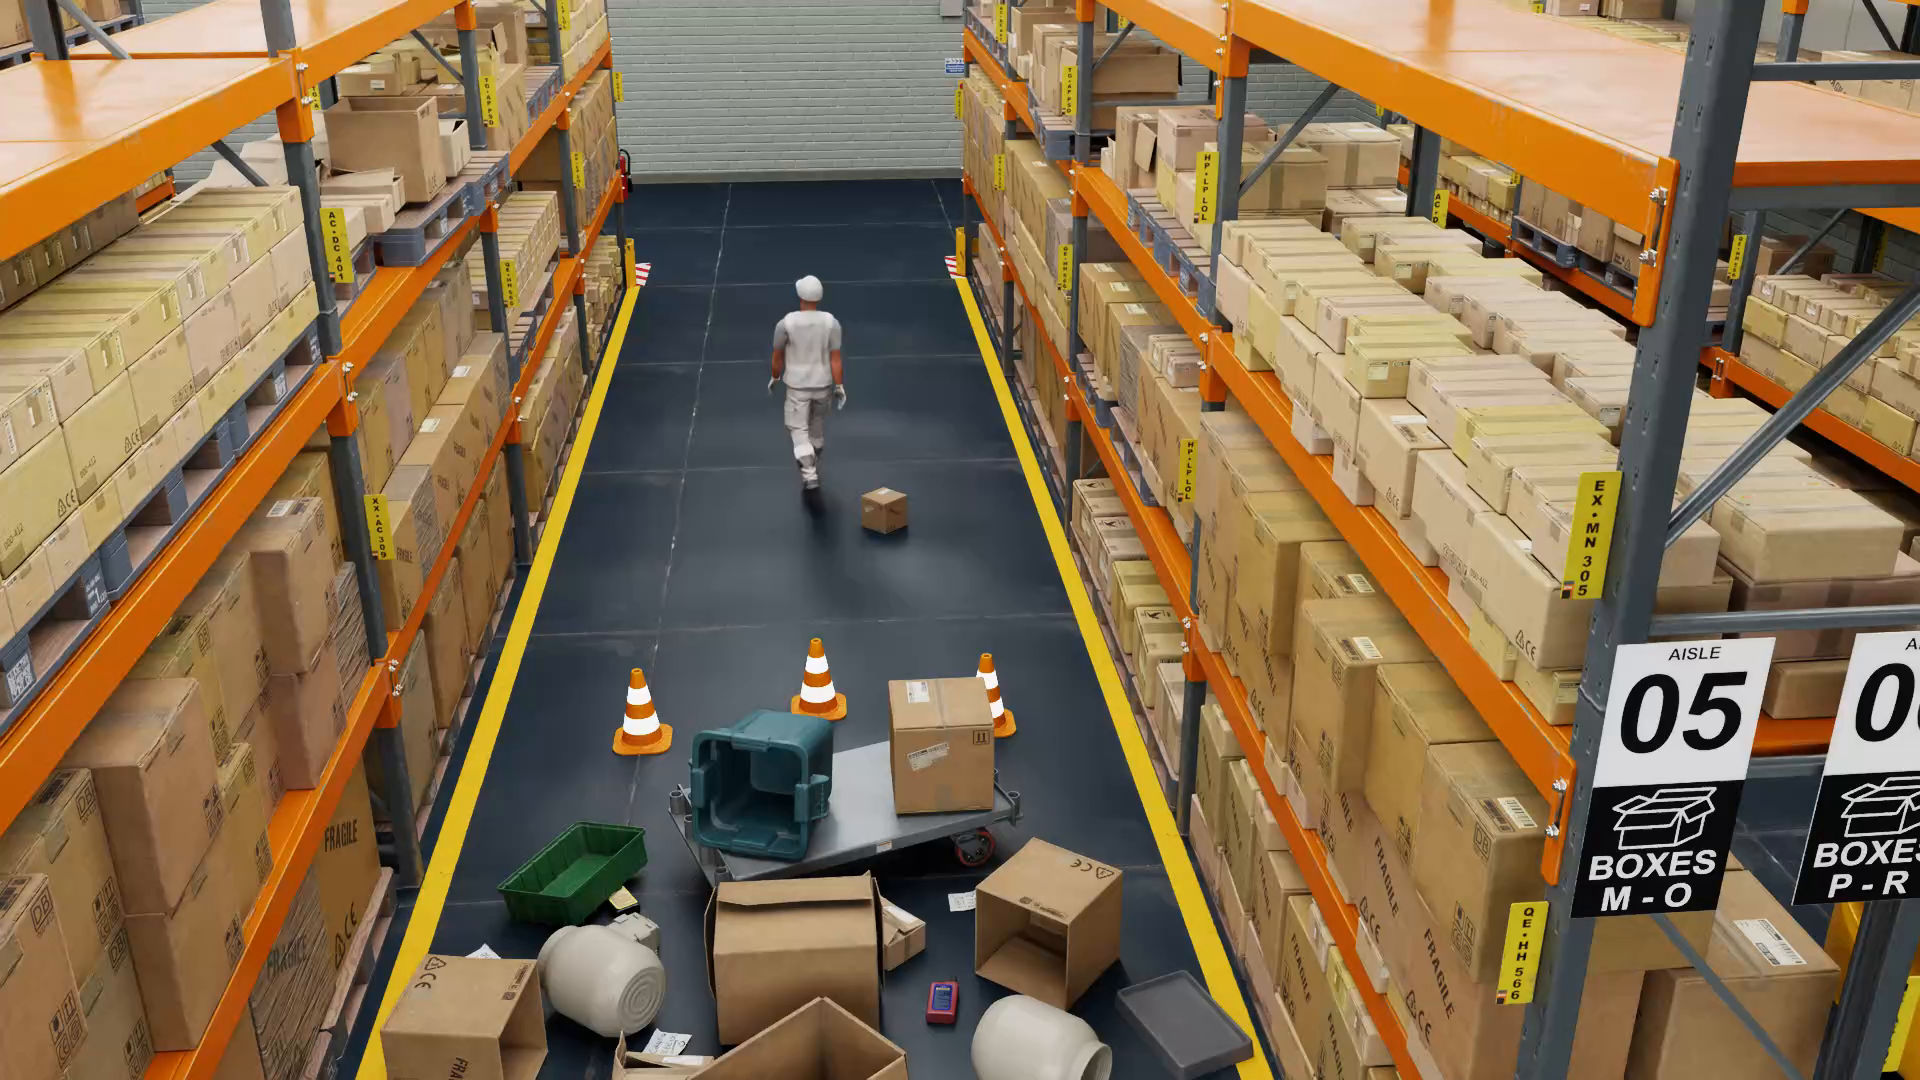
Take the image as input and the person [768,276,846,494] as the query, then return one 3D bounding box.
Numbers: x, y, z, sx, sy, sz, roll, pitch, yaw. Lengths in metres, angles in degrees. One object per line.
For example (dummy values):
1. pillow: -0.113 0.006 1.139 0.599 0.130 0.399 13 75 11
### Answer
1. person: -1.213 -1.238 13.152 0.566 1.746 1.020 -7 24 -15
